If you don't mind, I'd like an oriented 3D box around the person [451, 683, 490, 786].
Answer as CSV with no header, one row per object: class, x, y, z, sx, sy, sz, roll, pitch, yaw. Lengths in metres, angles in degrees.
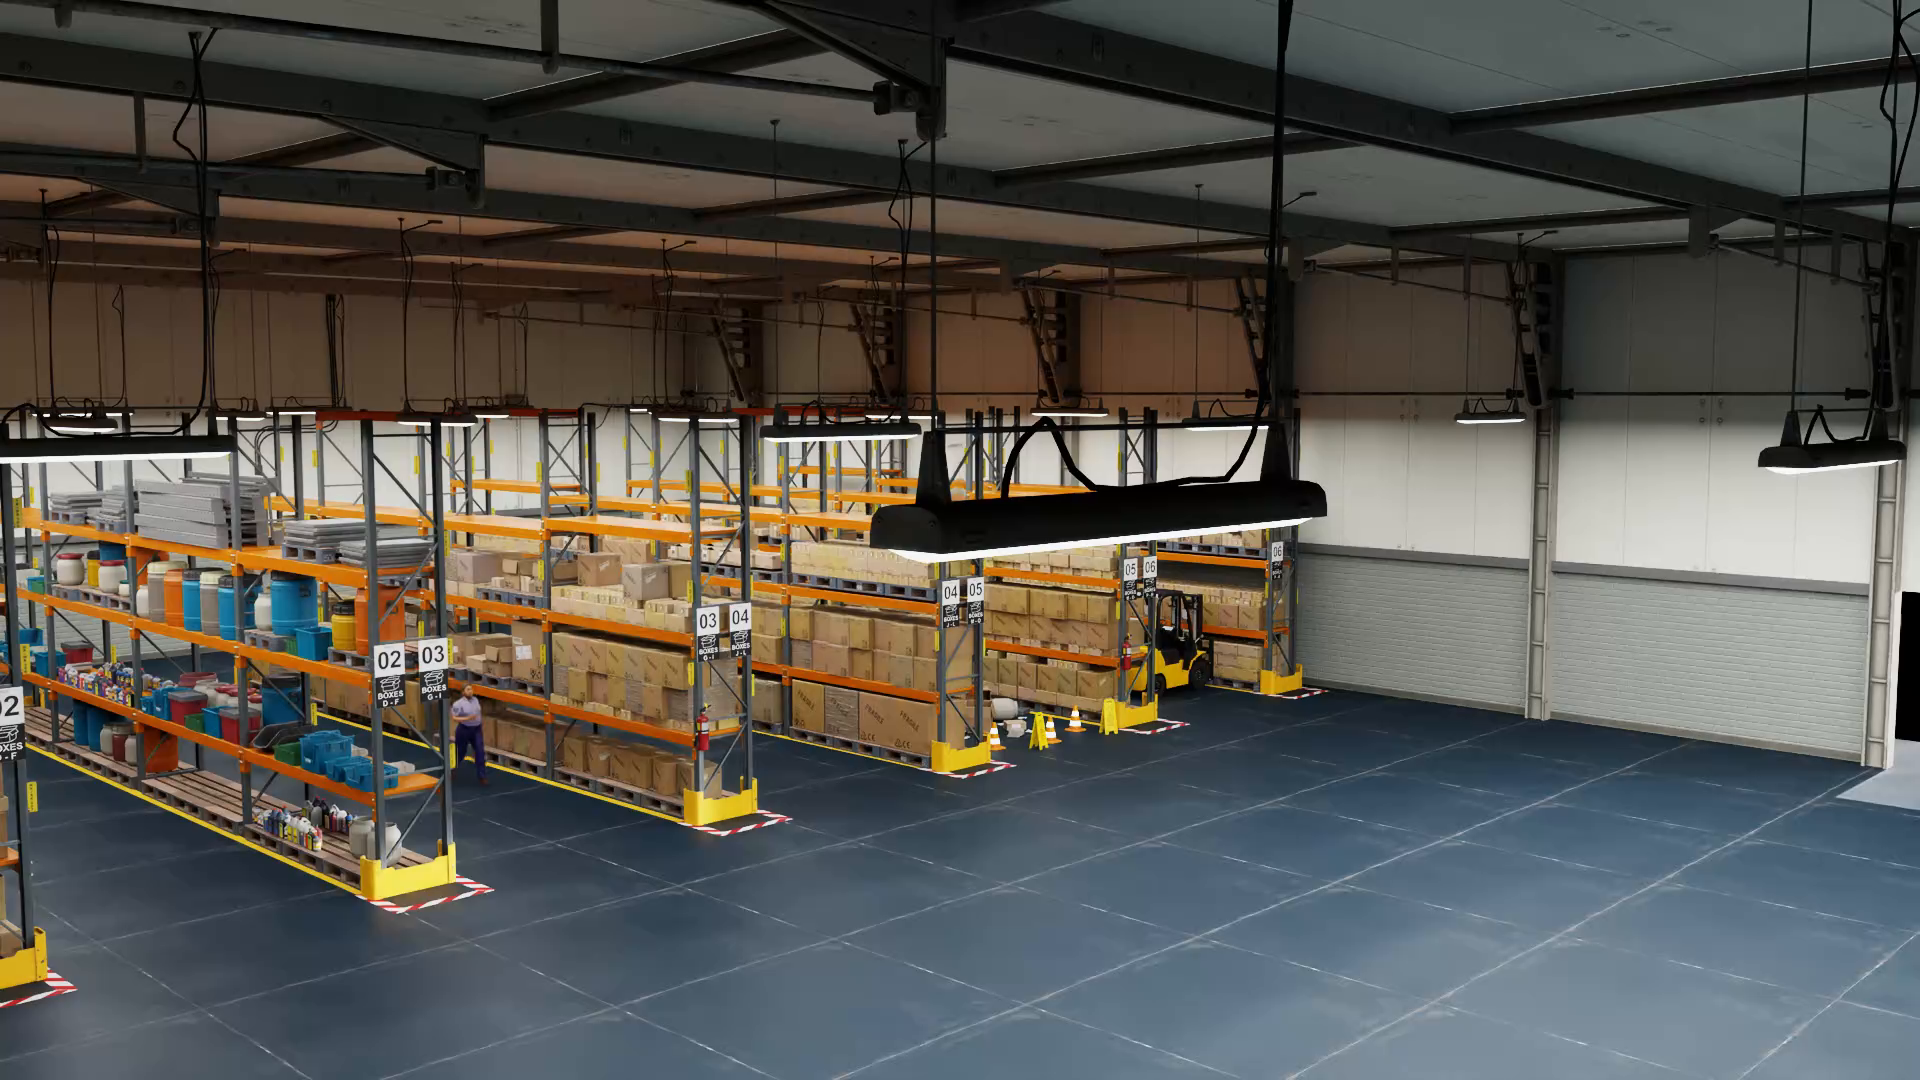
person,-7.936,3.117,26.854,0.941,1.632,0.607,5,7,43
